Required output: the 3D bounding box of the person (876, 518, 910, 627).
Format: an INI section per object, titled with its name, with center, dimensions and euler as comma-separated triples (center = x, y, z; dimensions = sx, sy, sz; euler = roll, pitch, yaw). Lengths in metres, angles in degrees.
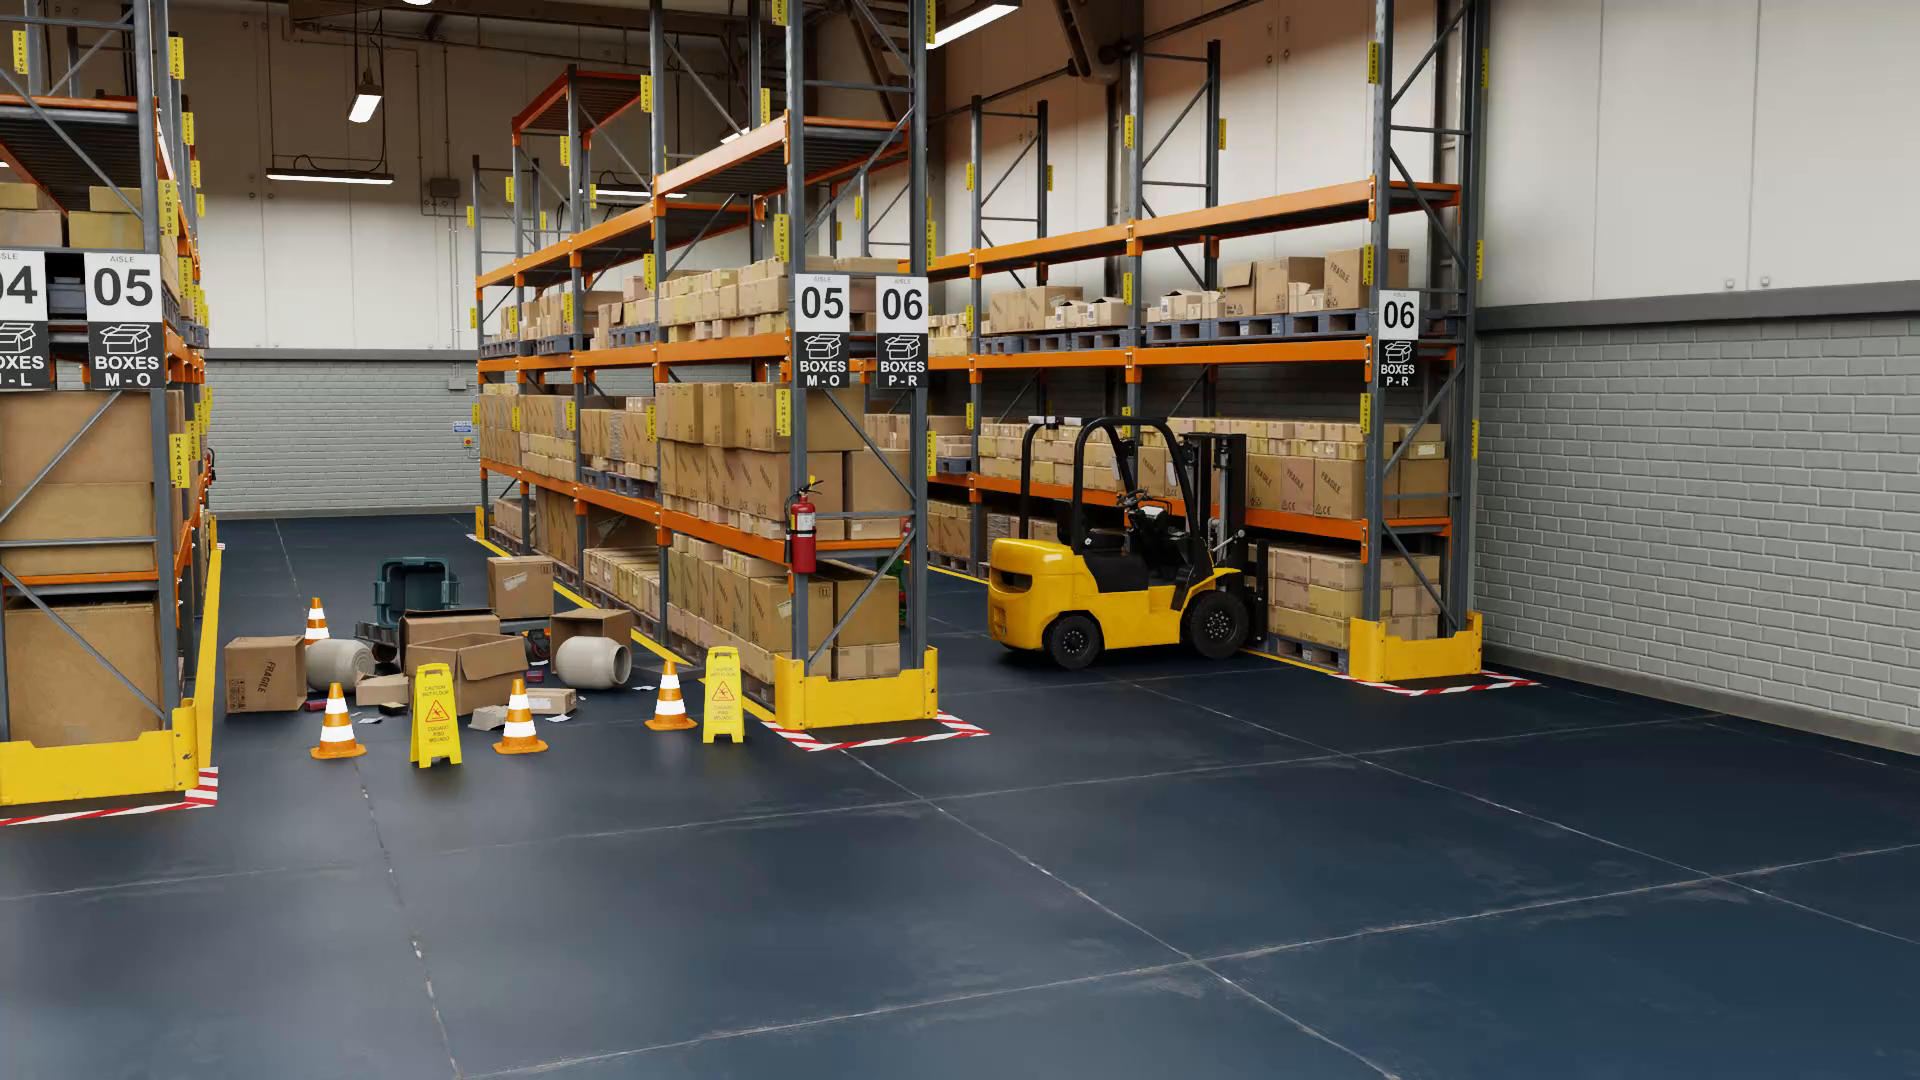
[person]
center = -0.717, -0.018, 16.812
dimensions = 0.448, 1.780, 0.609
euler = -2, 6, -23
